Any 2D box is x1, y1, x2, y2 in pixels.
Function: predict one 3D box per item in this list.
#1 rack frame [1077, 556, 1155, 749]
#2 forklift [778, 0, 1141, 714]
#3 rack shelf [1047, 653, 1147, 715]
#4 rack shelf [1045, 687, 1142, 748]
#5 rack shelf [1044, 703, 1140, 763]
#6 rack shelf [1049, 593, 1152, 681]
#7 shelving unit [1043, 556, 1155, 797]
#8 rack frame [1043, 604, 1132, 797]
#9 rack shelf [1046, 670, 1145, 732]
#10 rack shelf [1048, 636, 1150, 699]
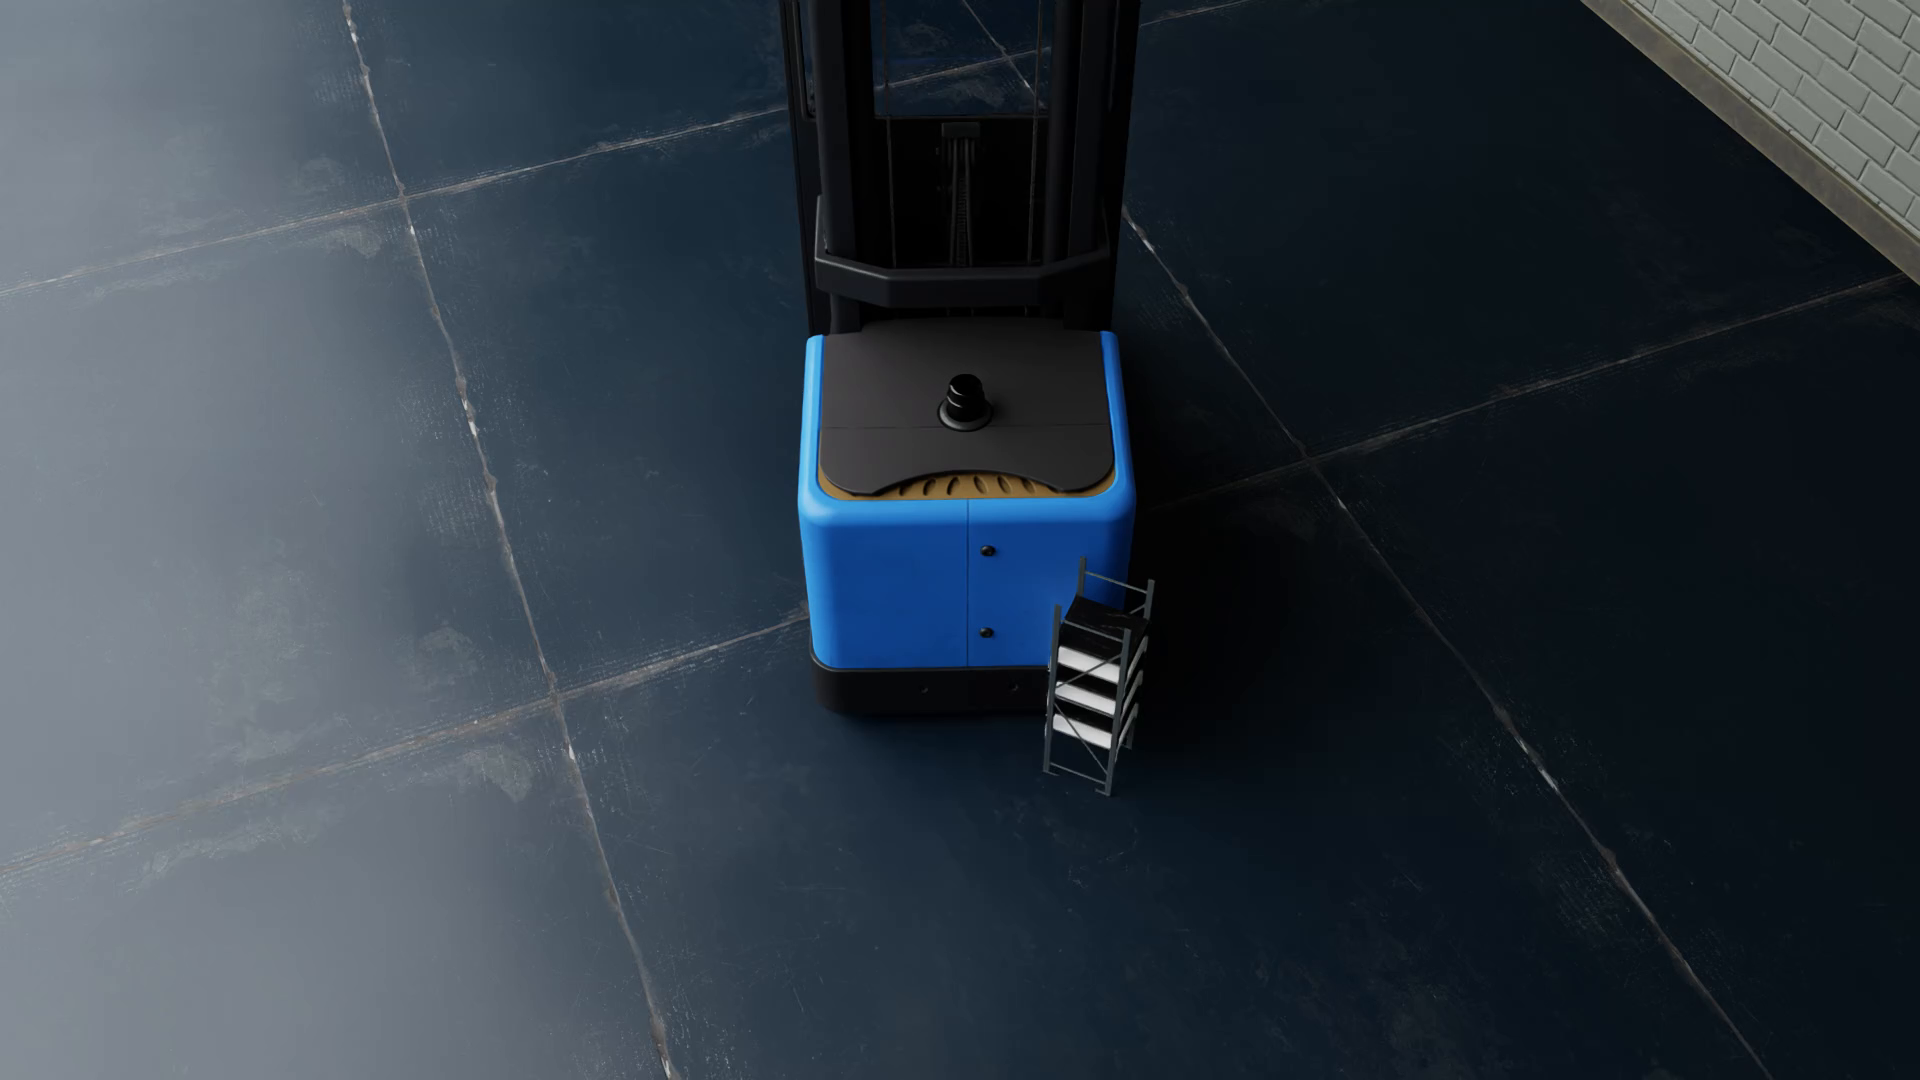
[{"bbox_3d":[0.472,0.379,5.331,0.240,0.900,0.006,19,52,15],"label":"rack frame"},{"bbox_3d":[-0.007,-1.473,5.583,1.130,2.935,3.031,-1,49,-1],"label":"forklift"},{"bbox_3d":[0.431,0.413,5.227,0.258,0.077,0.200,19,52,15],"label":"rack shelf"},{"bbox_3d":[0.431,0.530,5.364,0.258,0.077,0.200,19,52,15],"label":"rack shelf"},{"bbox_3d":[0.431,0.589,5.432,0.258,0.077,0.200,19,52,15],"label":"rack shelf"},{"bbox_3d":[0.431,0.296,5.091,0.258,0.077,0.200,19,52,15],"label":"rack shelf"},{"bbox_3d":[0.431,0.450,5.270,0.258,0.900,0.210,19,52,15],"label":"shelving unit"},{"bbox_3d":[0.389,0.520,5.210,0.240,0.900,0.006,19,52,15],"label":"rack frame"},{"bbox_3d":[0.431,0.471,5.296,0.258,0.077,0.200,19,52,15],"label":"rack shelf"},{"bbox_3d":[0.431,0.354,5.159,0.258,0.077,0.200,19,52,15],"label":"rack shelf"}]
